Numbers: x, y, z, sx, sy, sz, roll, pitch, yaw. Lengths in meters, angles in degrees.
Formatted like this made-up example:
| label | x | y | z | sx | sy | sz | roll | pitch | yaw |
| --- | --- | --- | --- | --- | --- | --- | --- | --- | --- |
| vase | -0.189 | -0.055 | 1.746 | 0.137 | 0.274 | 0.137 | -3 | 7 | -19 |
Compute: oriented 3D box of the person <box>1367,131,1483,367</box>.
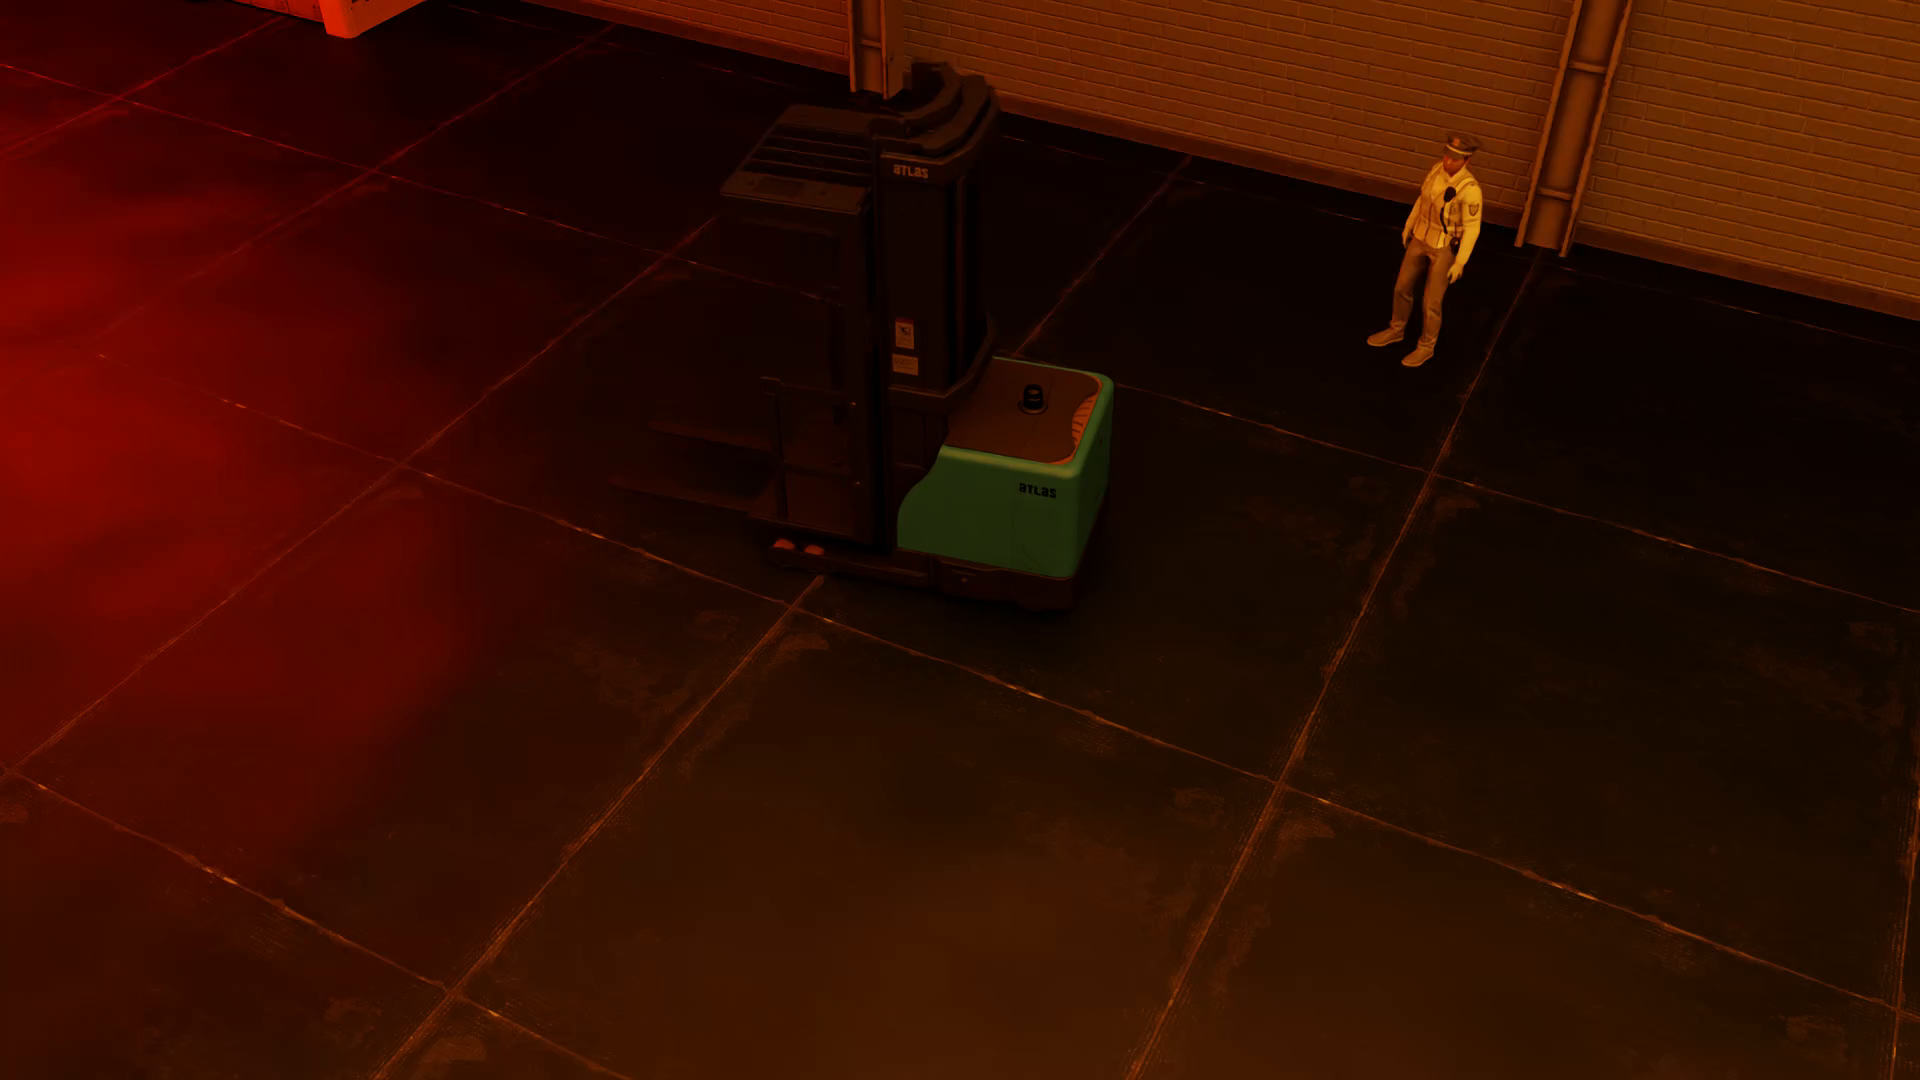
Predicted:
| label | x | y | z | sx | sy | sz | roll | pitch | yaw |
| --- | --- | --- | --- | --- | --- | --- | --- | --- | --- |
| person | 3.207 | -1.988 | 11.317 | 0.416 | 1.685 | 0.612 | -21 | 44 | -23 |

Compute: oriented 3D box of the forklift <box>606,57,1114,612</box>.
| label | x | y | z | sx | sy | sz | roll | pitch | yaw |
| --- | --- | --- | --- | --- | --- | --- | --- | --- | --- |
| forklift | -0.658 | -1.239 | 9.457 | 3.031 | 2.935 | 1.130 | 11 | 41 | 12 |
